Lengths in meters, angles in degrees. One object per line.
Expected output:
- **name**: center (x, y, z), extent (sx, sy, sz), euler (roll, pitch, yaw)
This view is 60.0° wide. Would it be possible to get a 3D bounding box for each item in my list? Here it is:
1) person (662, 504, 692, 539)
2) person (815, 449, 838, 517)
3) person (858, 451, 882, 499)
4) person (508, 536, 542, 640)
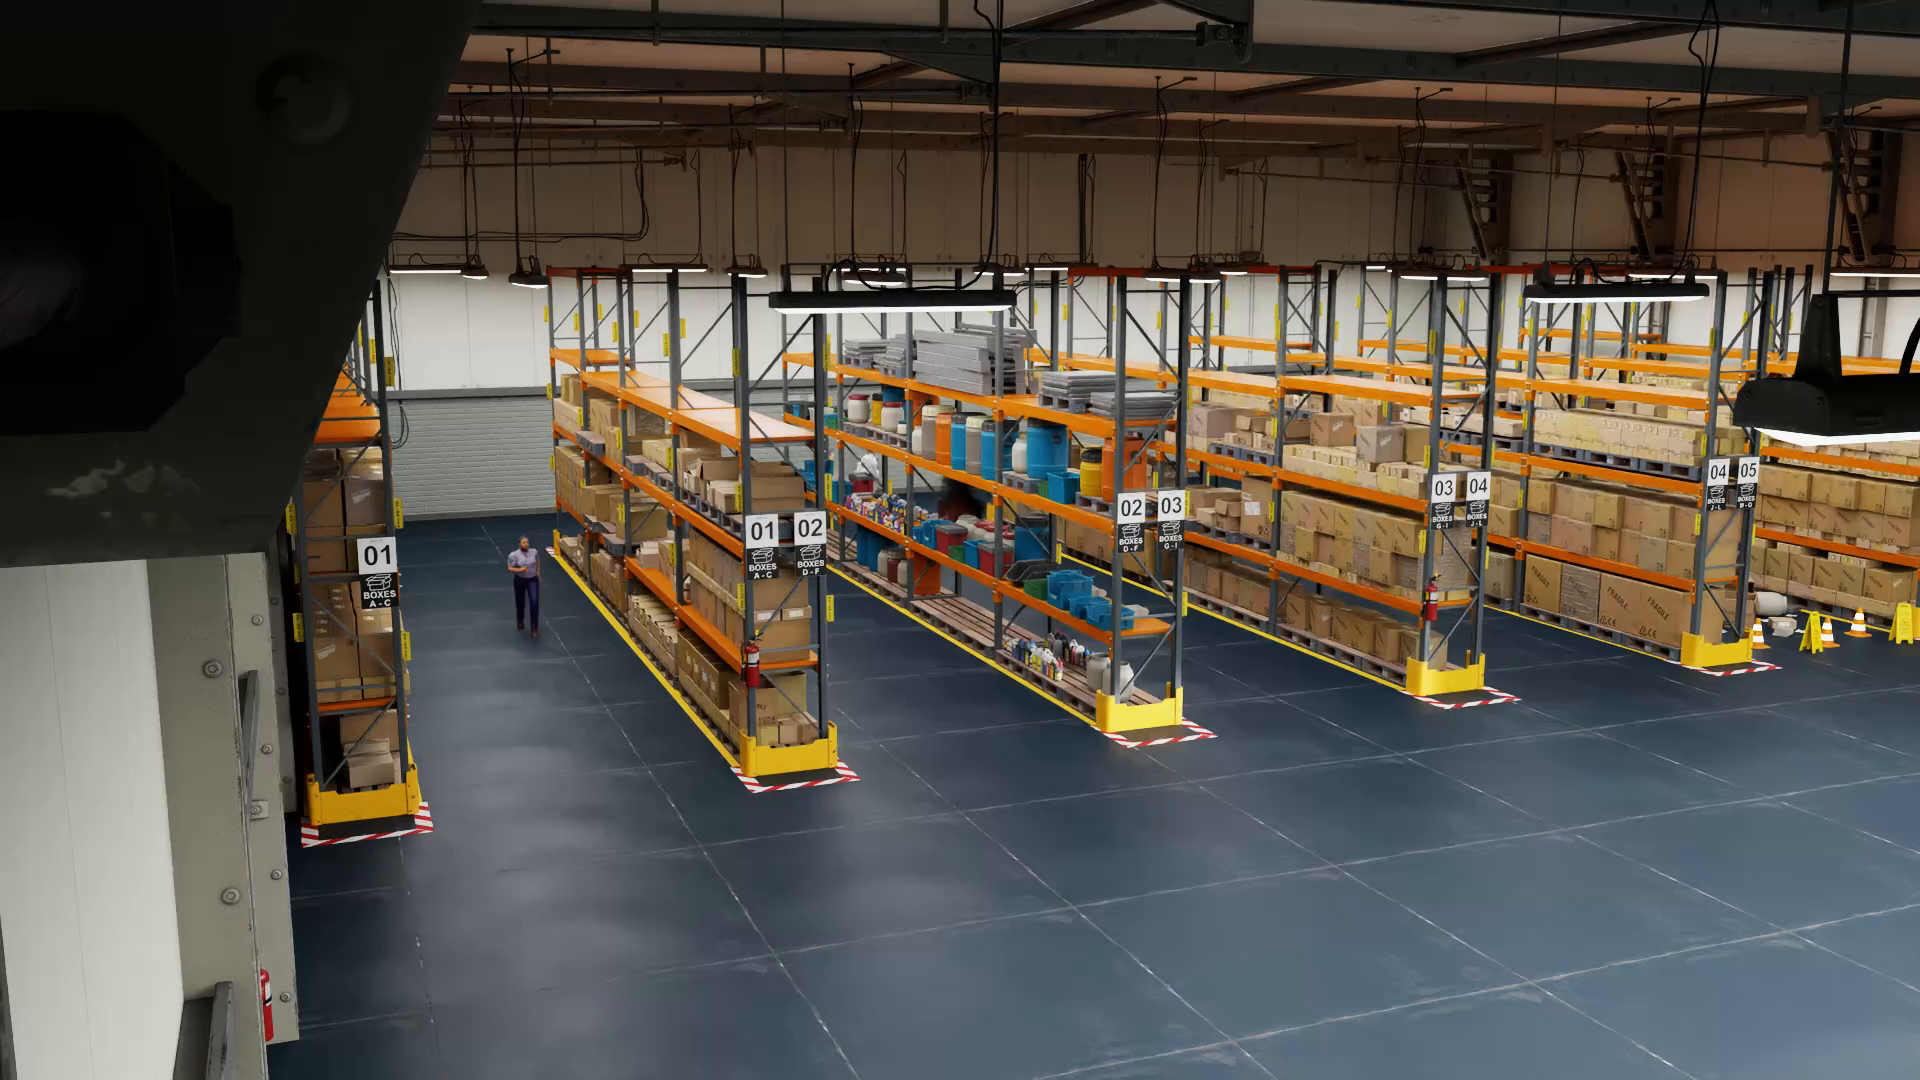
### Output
- **person**: center (-5.883, -0.535, 34.759), extent (0.731, 1.734, 0.577), euler (-6, 12, -31)
- **person**: center (-3.095, -1.295, 39.296), extent (0.732, 1.707, 0.627), euler (0, 10, 0)
- **person**: center (-2.236, -1.548, 40.900), extent (0.849, 1.585, 0.552), euler (4, 11, 22)
- **person**: center (-7.191, 0.747, 27.517), extent (0.572, 1.673, 0.904), euler (-4, 11, -23)
